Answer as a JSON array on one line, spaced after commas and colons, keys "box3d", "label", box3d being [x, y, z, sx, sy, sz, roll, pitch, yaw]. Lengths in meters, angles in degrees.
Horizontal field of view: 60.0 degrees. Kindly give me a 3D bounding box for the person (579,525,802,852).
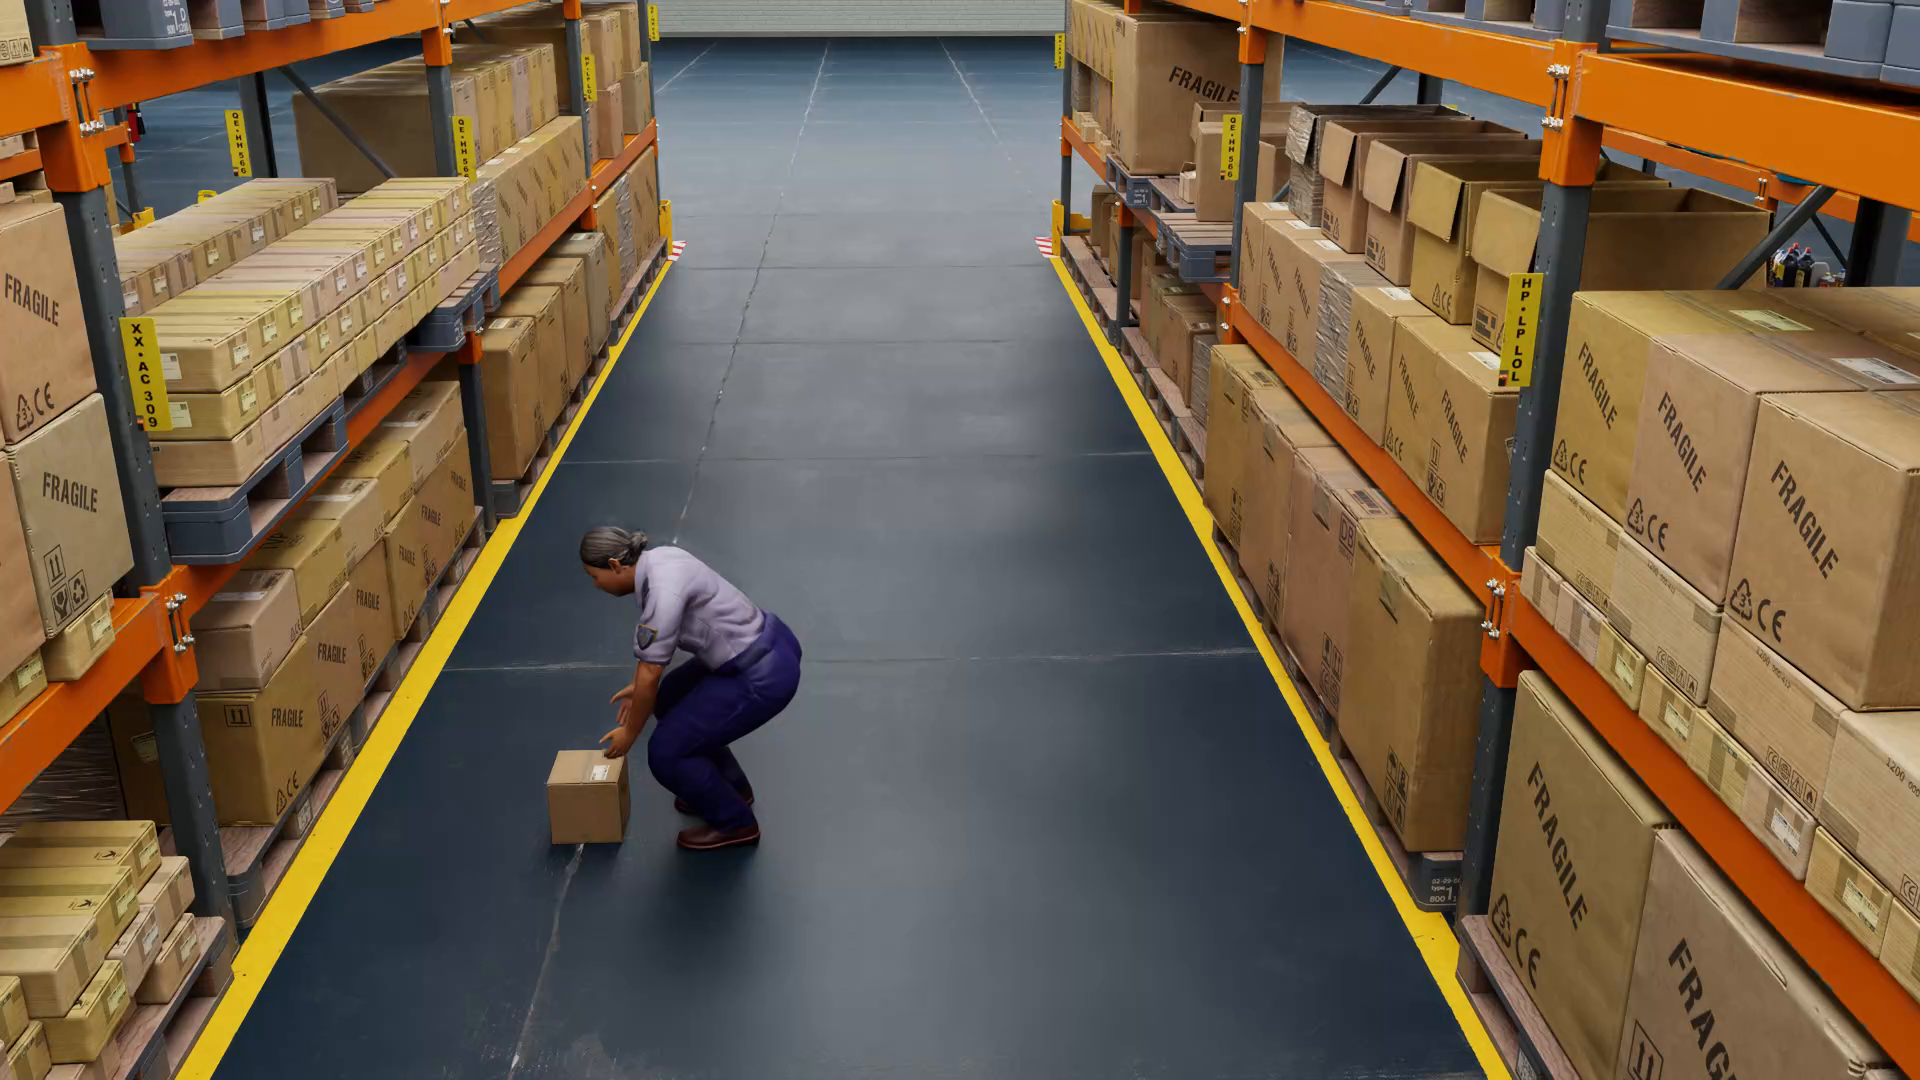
[{"box3d": [-0.934, 0.509, 5.910, 0.741, 1.185, 0.536, -1, 21, -3], "label": "person"}]
